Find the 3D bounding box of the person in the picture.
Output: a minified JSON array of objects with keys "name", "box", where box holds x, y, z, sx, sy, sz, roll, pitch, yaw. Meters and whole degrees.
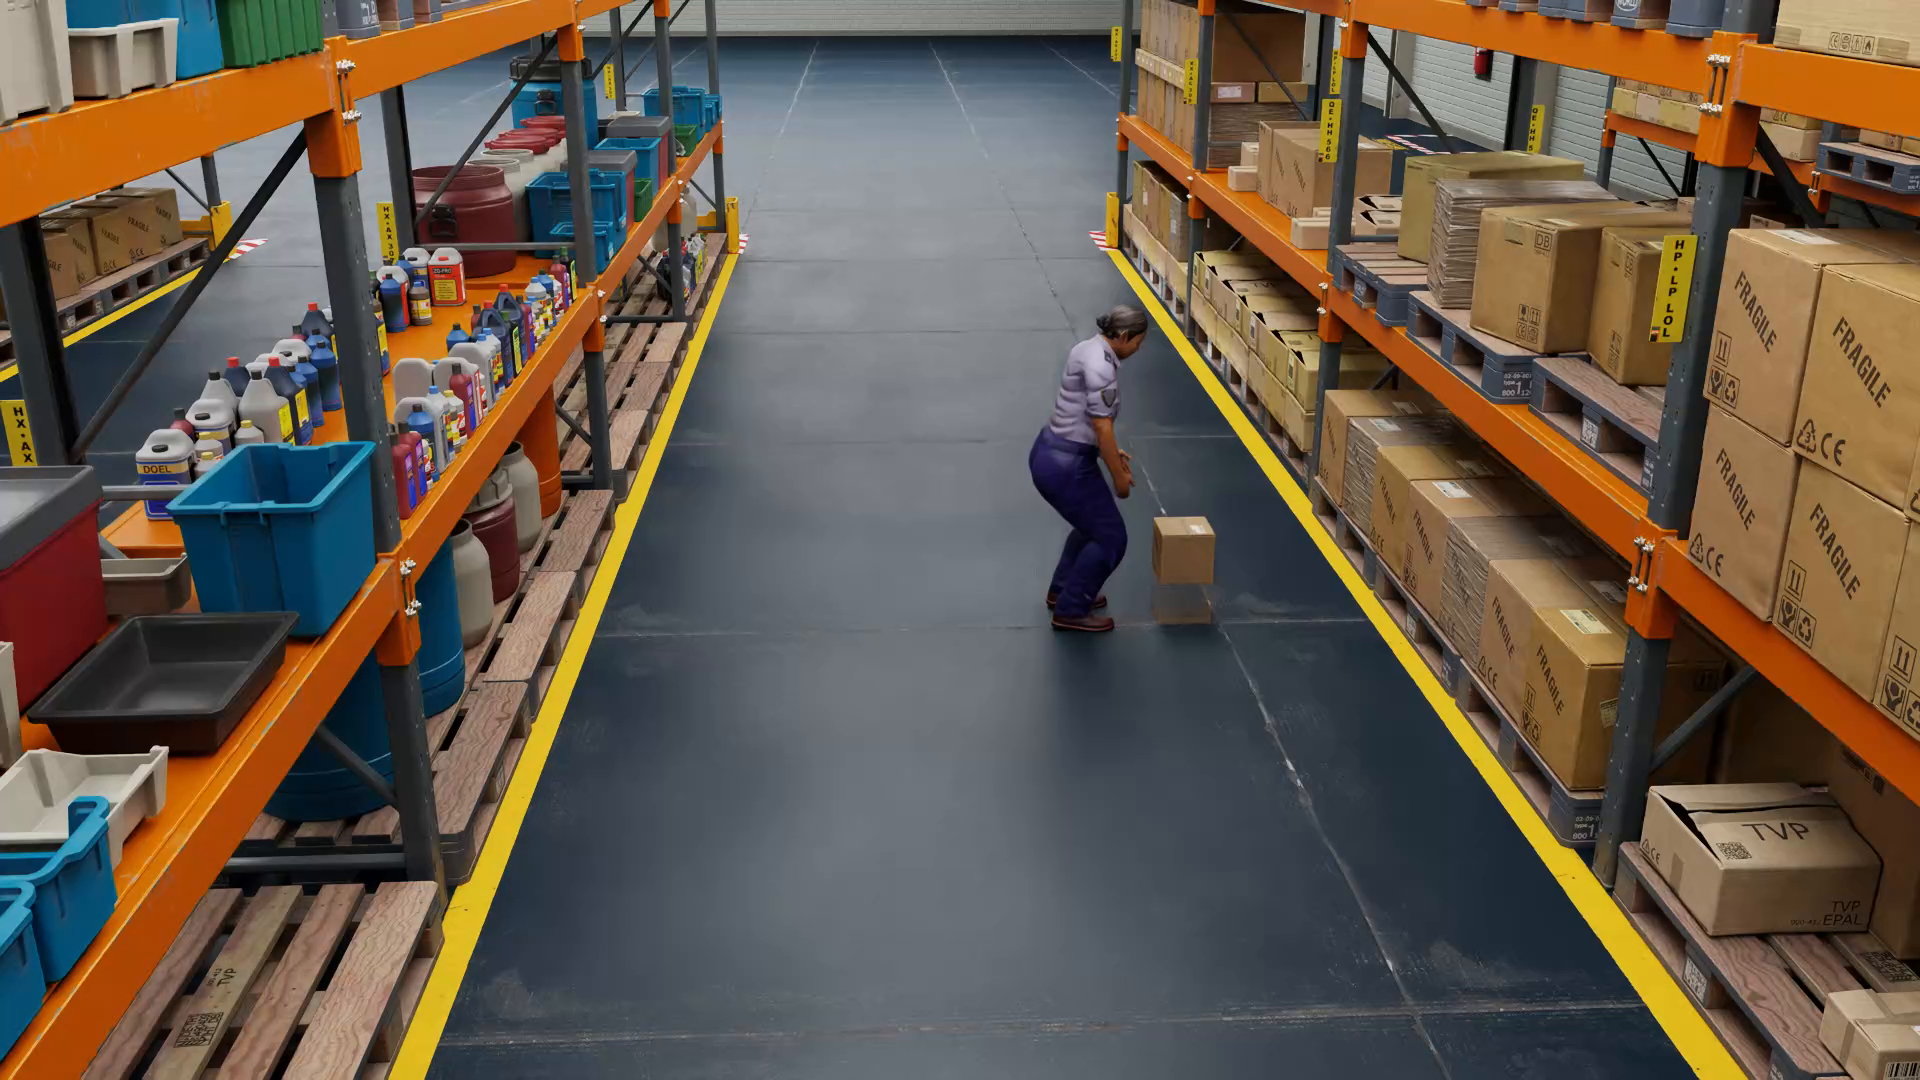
[{"name":"person","box":[0.585,-0.348,7.743,0.529,1.510,0.522,-1,21,-2]}]
